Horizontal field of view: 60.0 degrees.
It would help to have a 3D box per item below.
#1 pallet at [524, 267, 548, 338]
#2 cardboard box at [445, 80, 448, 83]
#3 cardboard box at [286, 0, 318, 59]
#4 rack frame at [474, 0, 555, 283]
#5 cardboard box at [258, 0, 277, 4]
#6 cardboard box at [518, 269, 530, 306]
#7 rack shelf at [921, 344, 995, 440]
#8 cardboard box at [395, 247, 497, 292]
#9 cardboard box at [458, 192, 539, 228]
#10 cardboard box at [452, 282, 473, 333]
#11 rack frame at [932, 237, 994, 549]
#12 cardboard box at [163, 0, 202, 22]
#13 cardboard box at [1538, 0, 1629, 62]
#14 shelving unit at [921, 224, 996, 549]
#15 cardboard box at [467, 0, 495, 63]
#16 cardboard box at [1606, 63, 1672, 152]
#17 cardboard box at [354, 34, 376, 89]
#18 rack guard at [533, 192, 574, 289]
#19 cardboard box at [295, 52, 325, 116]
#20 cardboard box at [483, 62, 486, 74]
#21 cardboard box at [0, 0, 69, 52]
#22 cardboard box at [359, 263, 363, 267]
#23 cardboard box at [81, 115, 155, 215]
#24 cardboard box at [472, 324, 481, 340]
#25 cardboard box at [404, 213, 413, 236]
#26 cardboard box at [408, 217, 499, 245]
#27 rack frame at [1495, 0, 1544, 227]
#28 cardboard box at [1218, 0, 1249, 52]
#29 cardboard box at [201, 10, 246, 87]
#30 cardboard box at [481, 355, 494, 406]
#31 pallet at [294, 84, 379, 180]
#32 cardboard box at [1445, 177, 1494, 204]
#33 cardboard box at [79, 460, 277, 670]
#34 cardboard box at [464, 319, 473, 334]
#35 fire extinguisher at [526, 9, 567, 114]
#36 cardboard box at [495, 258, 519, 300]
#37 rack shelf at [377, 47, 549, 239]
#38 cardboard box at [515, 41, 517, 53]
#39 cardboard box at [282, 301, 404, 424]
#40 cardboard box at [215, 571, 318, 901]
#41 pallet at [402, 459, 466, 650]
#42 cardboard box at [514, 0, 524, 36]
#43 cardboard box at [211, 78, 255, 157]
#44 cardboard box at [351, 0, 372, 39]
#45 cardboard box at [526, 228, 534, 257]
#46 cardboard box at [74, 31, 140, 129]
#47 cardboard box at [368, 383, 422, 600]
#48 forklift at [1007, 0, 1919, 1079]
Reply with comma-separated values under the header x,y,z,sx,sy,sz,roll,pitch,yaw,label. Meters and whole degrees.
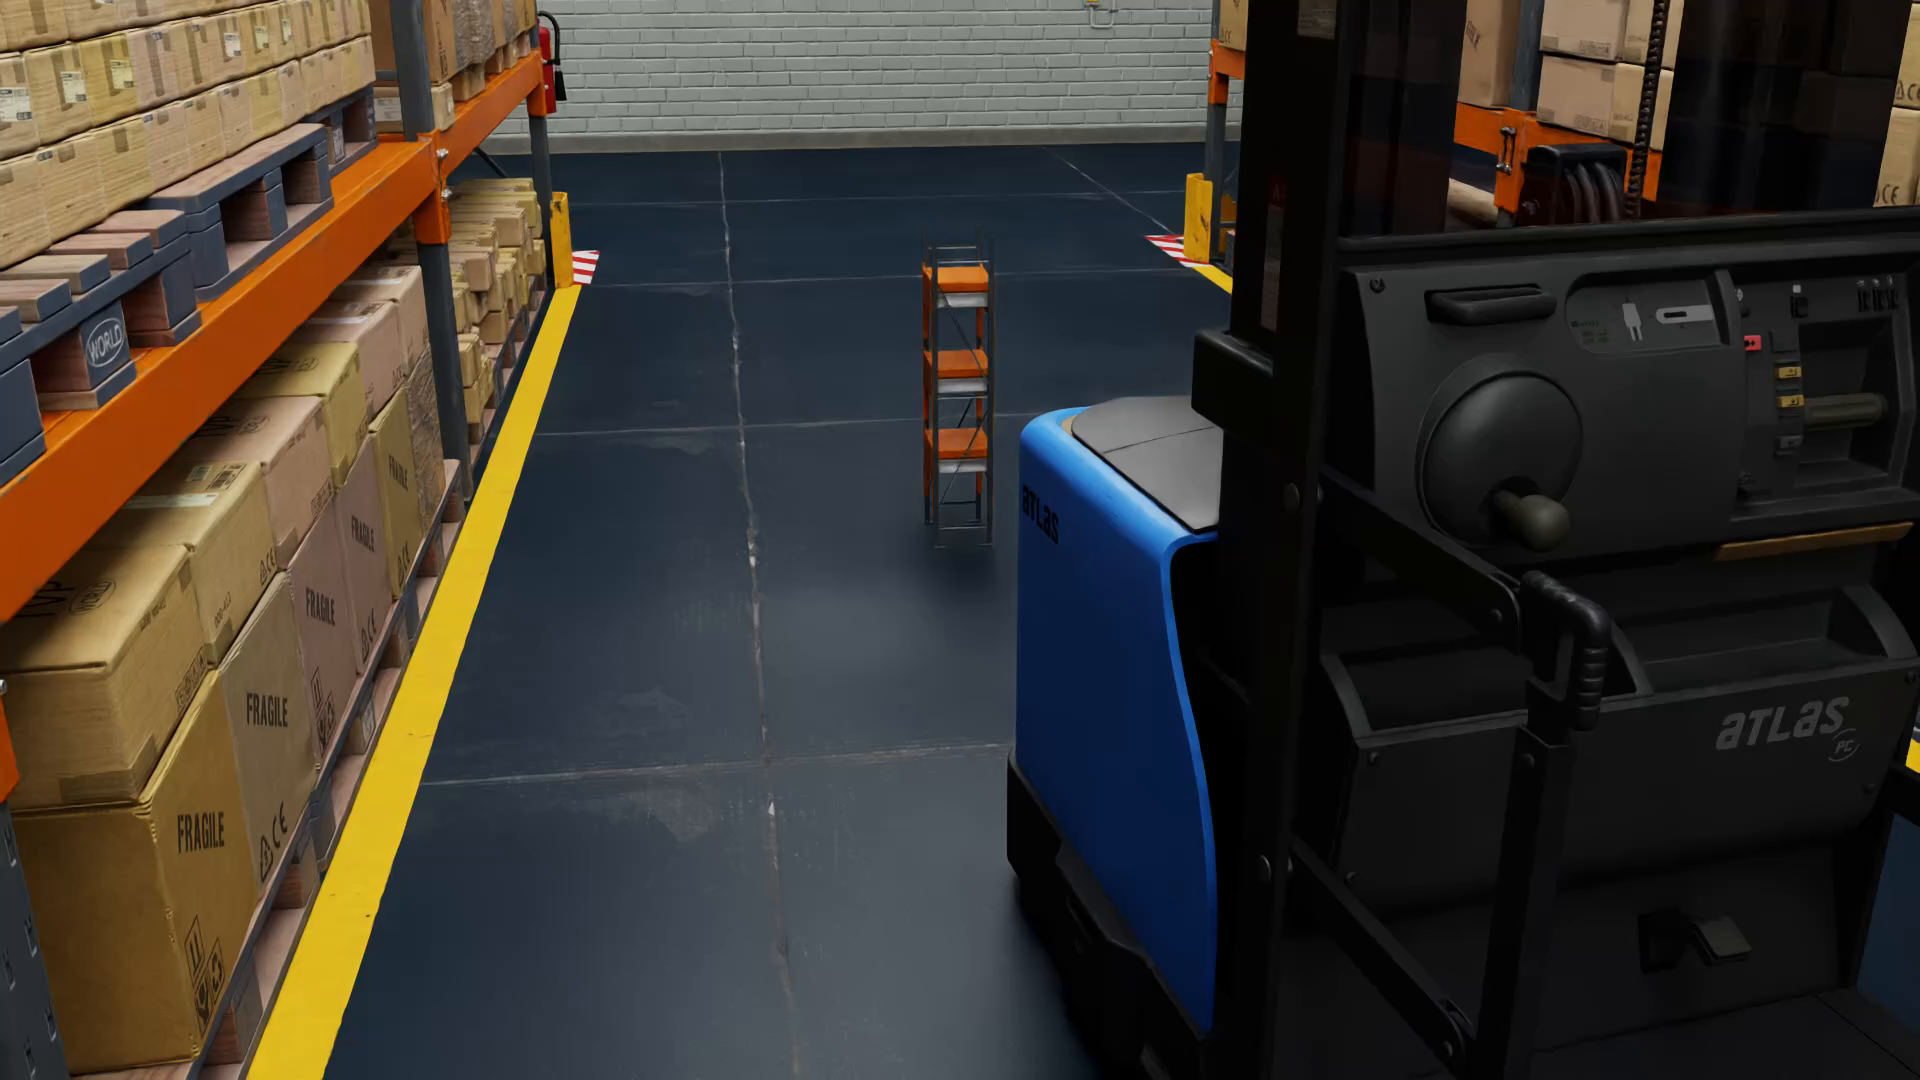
x,y,z,sx,sy,sz,roll,pitch,yaw,label
-2.773,-1.301,8.898,1.003,0.211,1.213,-3,21,-8,pallet
-2.241,-1.799,6.604,0.380,0.149,0.250,-4,21,-10,cardboard box
-1.921,-1.351,4.380,0.380,0.149,0.250,-4,21,-10,cardboard box
-2.866,-2.917,9.239,1.000,3.000,0.127,-3,21,-8,rack frame
-1.893,-1.402,4.091,0.380,0.149,0.250,-4,21,-10,cardboard box
-2.346,-1.257,8.268,0.380,0.149,0.250,-4,21,-10,cardboard box
-0.008,-0.500,5.586,0.215,0.259,0.240,-3,21,-8,rack shelf
-2.216,-1.166,7.176,0.380,0.149,0.250,-2,21,-7,cardboard box
-2.396,-1.713,8.640,0.380,0.149,0.250,-3,21,-9,cardboard box
-2.115,-0.900,6.463,0.380,0.149,0.250,-2,21,-5,cardboard box
0.010,-0.468,5.469,0.200,1.050,0.008,-3,21,-8,rack frame
-1.779,-1.130,3.362,0.380,0.149,0.250,-2,21,-6,cardboard box
2.379,-1.814,5.786,0.500,0.250,0.500,-4,21,-9,cardboard box
-0.008,-0.510,5.582,0.215,1.050,0.252,-3,21,-8,shelving unit
-2.227,-2.249,6.884,0.500,0.500,0.500,-3,21,-9,cardboard box
2.473,-1.402,5.396,0.500,0.250,0.500,-3,21,-9,cardboard box
-2.036,-1.483,5.160,0.380,0.149,0.250,-3,21,-9,cardboard box
-2.855,-1.720,9.606,1.175,0.500,0.348,-3,21,-8,rack guard
-1.928,-1.220,4.455,0.380,0.149,0.250,-4,21,-11,cardboard box
-2.441,-2.250,7.813,0.380,0.149,0.250,-4,21,-10,cardboard box
-1.660,-0.853,2.620,0.380,0.149,0.250,-3,21,-8,cardboard box
-2.678,-1.048,6.859,0.380,0.149,0.250,-2,21,-6,cardboard box
-1.696,-0.671,2.984,0.380,0.149,0.250,-2,21,-5,cardboard box
-2.309,-0.888,7.280,0.380,0.149,0.250,-4,21,-10,cardboard box
-2.941,-1.593,8.319,0.380,0.149,0.250,-4,21,-10,cardboard box
-2.400,-1.433,7.890,0.380,0.149,0.250,-4,21,-10,cardboard box
2.594,-1.817,6.293,1.000,3.000,0.127,-3,21,-8,rack frame
1.803,-3.068,9.500,0.500,0.500,0.500,-3,21,-8,cardboard box
-1.814,-1.082,3.660,0.380,0.149,0.250,-2,21,-6,cardboard box
-2.062,-0.628,6.584,0.380,0.149,0.250,-2,21,-6,cardboard box
-2.323,-1.170,4.836,1.003,0.211,1.213,-3,21,-8,pallet
2.352,-1.658,8.930,0.875,0.438,0.875,-2,21,-6,cardboard box
-1.646,0.049,3.197,0.500,0.250,0.500,-3,21,-8,cardboard box
-2.257,-0.933,6.977,0.380,0.149,0.250,-4,21,-11,cardboard box
-2.446,-2.816,9.613,0.296,0.674,0.183,-3,21,-8,fire extinguisher
-2.258,-1.207,7.710,0.380,0.149,0.250,-3,21,-7,cardboard box
-2.578,-1.887,7.511,1.077,0.370,4.000,-3,21,-8,rack shelf
-2.490,-2.526,8.553,0.380,0.149,0.250,-3,21,-8,cardboard box
-1.871,-0.485,4.629,0.500,0.250,0.500,-2,21,-5,cardboard box
-1.638,0.396,3.342,0.500,0.500,0.500,-3,21,-7,cardboard box
-2.176,0.044,5.297,1.003,0.211,1.213,-3,21,-8,pallet
-2.477,-2.782,8.309,0.500,0.500,0.500,-3,21,-9,cardboard box
-1.807,-0.940,3.705,0.380,0.149,0.250,-4,21,-10,cardboard box
-2.037,-1.623,5.107,0.380,0.149,0.250,-2,21,-6,cardboard box
-2.431,-1.569,8.680,0.380,0.149,0.250,-4,21,-10,cardboard box
-1.703,-0.816,2.948,0.380,0.149,0.250,-3,21,-8,cardboard box
-1.860,-0.136,4.767,0.500,0.500,0.500,-3,21,-9,cardboard box
1.012,-0.183,2.018,1.130,2.935,3.031,-6,21,-15,forklift
